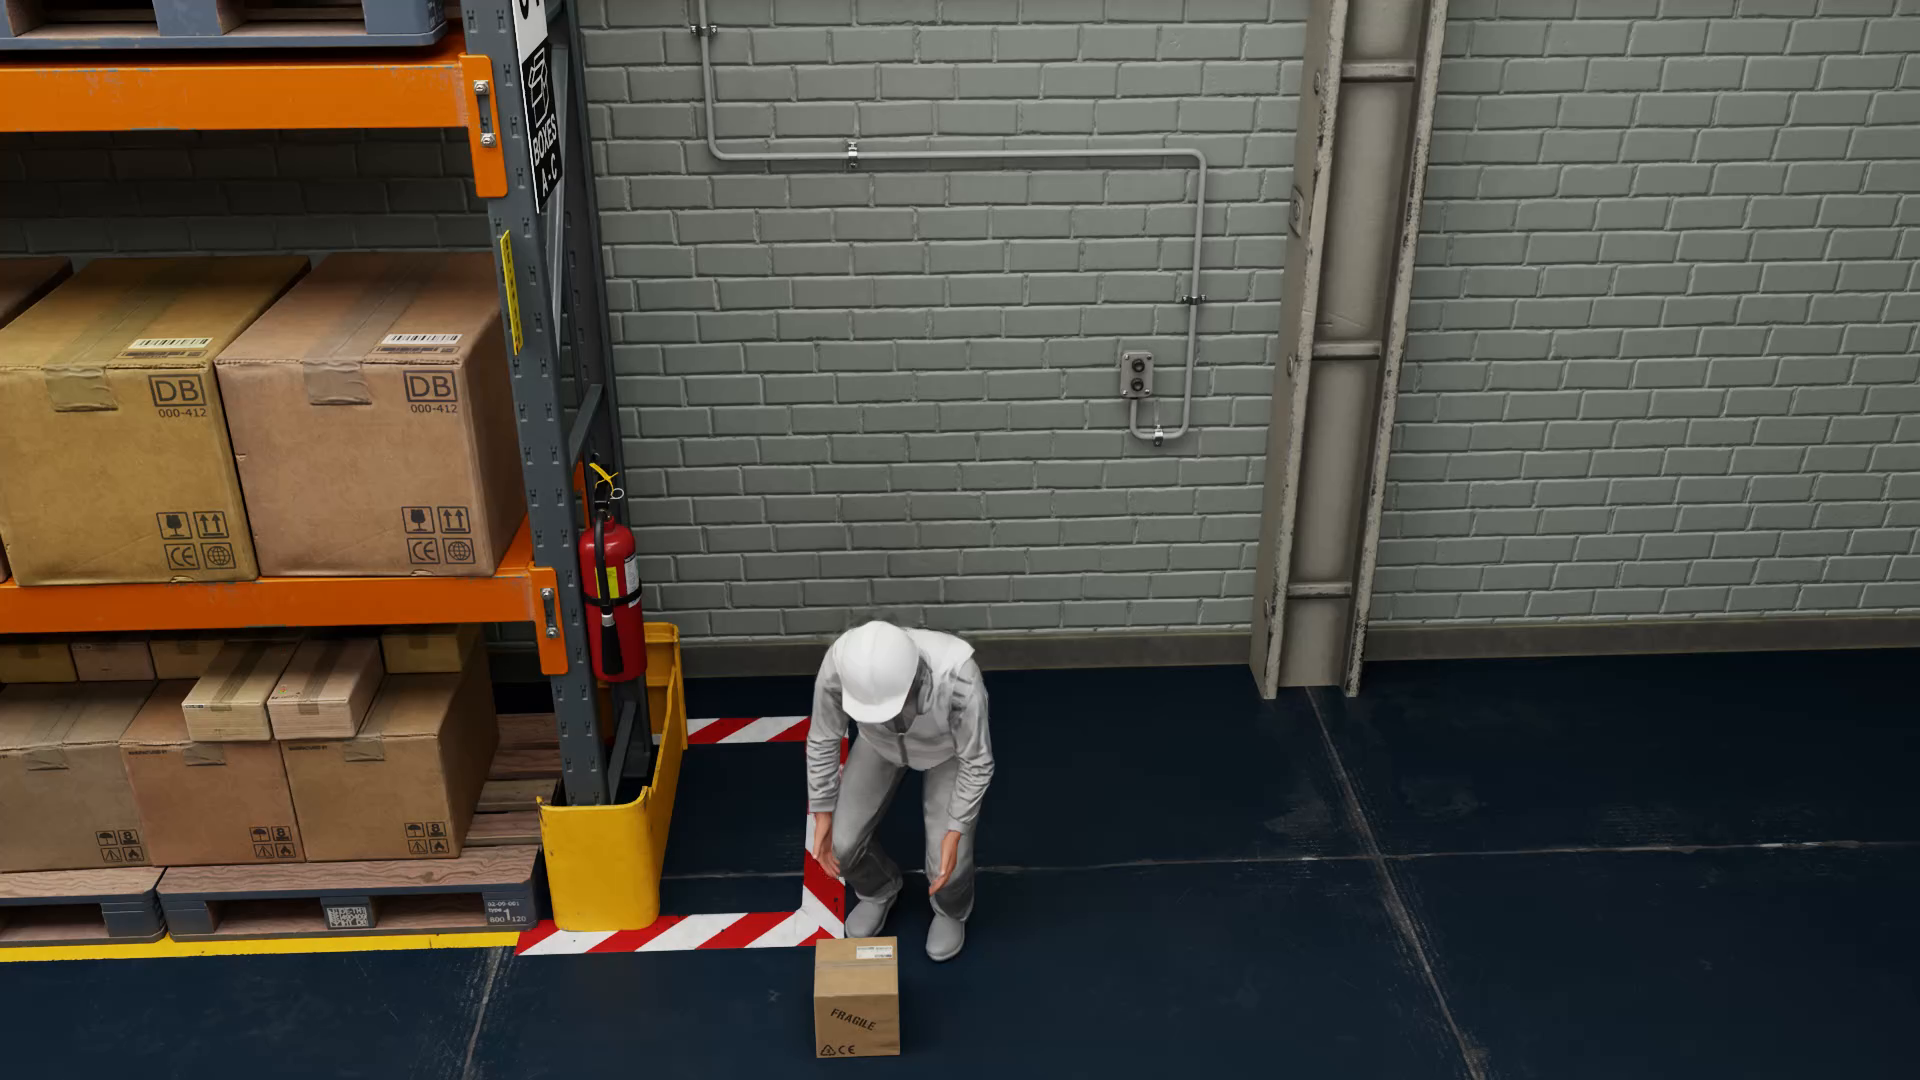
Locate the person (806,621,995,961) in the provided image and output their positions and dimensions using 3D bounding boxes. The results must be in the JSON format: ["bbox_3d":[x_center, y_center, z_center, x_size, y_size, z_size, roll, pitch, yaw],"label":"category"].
[{"bbox_3d":[-0.151,0.721,5.152,0.589,1.360,0.799,9,29,16],"label":"person"}]
